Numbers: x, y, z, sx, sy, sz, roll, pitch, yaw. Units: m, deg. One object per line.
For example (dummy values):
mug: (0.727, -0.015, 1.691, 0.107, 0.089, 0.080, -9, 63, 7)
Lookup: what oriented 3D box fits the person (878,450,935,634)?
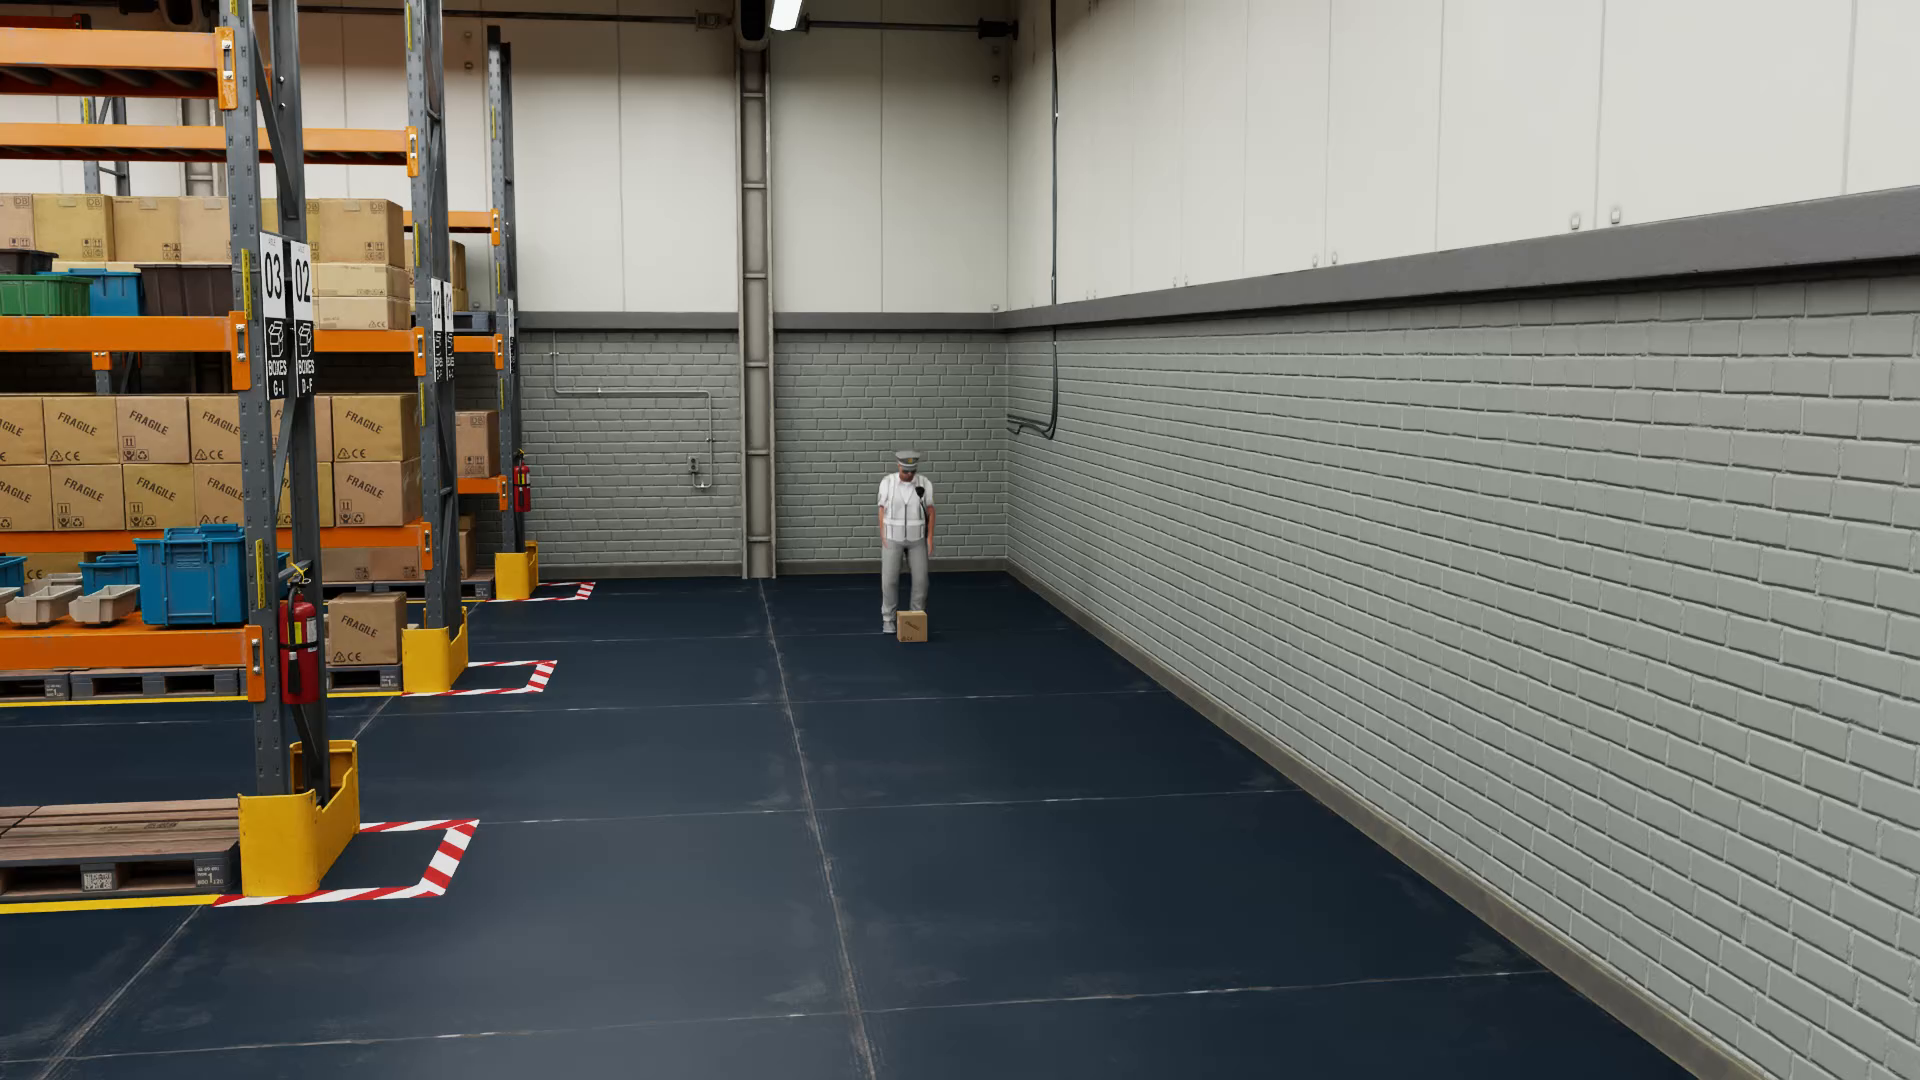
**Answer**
person: (-0.501, 0.012, 15.741, 0.544, 1.726, 0.424, -1, 6, -7)
